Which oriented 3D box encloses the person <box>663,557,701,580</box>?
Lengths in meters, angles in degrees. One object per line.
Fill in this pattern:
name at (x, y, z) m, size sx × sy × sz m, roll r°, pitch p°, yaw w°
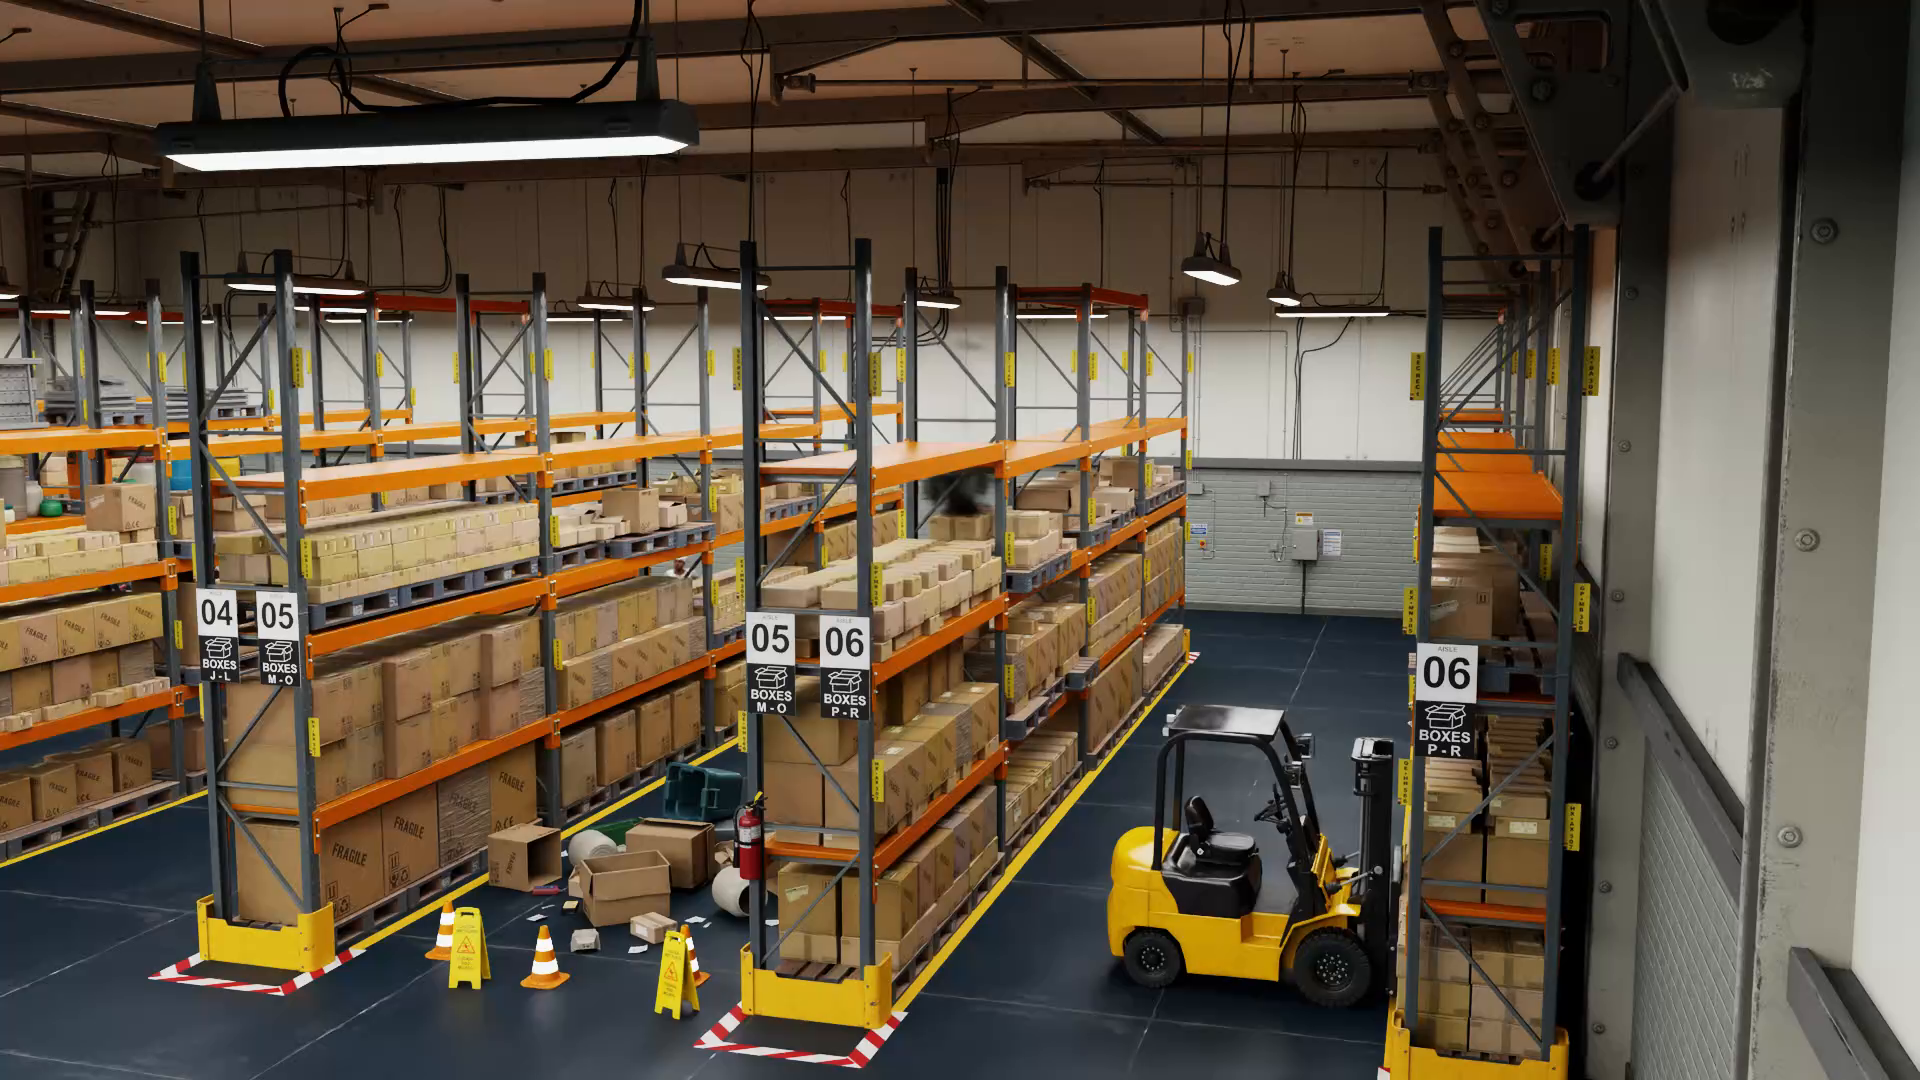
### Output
person at (-4.718, 1.059, 28.042) m, size 0.713 × 1.694 × 0.809 m, roll 1°, pitch 6°, yaw 6°
